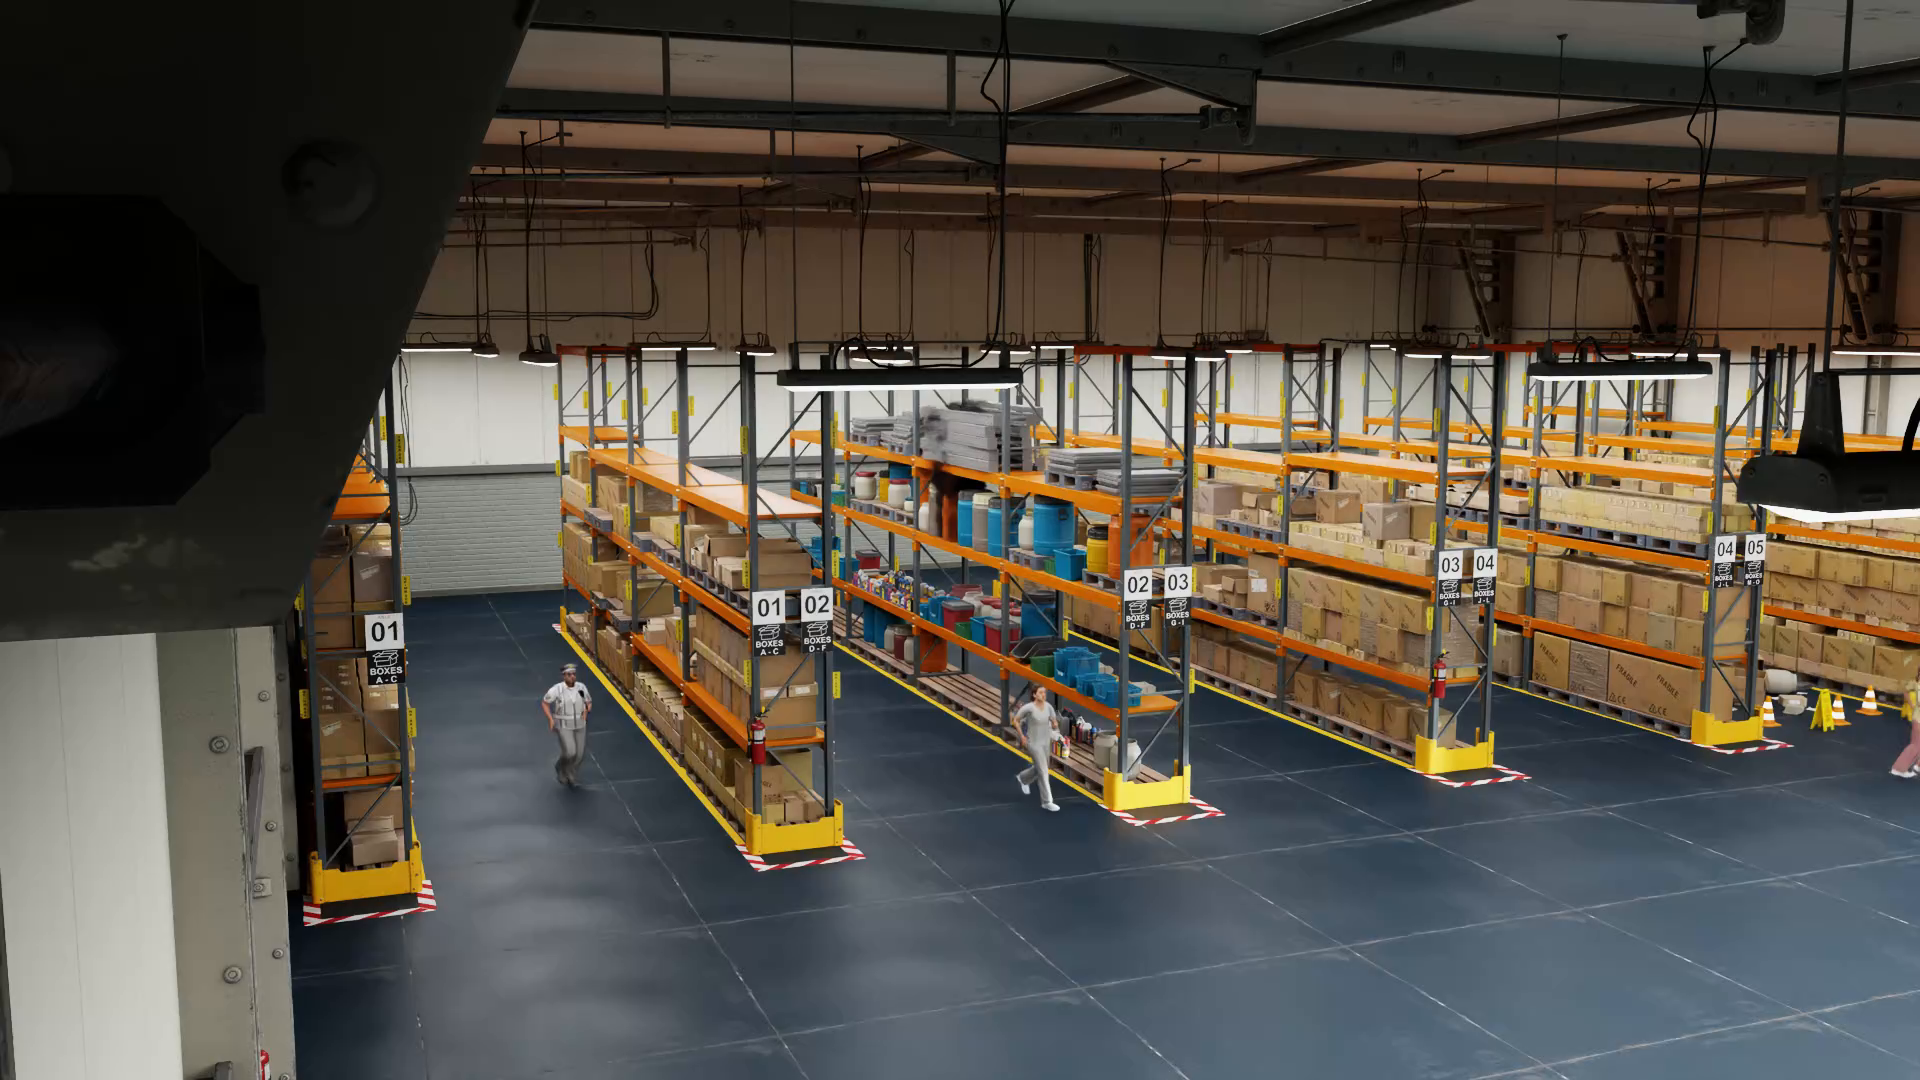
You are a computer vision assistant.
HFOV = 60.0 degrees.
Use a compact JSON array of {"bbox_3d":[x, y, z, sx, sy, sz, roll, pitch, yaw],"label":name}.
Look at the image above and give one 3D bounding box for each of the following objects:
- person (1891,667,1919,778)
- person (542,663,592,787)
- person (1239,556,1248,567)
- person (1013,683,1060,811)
[{"bbox_3d":[13.460,2.565,23.258,0.689,1.694,0.571,4,8,27],"label":"person"},{"bbox_3d":[-5.342,2.561,22.890,0.651,1.740,0.602,-5,9,-35],"label":"person"},{"bbox_3d":[7.027,0.270,41.262,0.640,1.667,0.904,-6,10,-41],"label":"person"},{"bbox_3d":[1.014,2.699,22.032,0.566,1.650,0.914,-5,9,-35],"label":"person"}]
